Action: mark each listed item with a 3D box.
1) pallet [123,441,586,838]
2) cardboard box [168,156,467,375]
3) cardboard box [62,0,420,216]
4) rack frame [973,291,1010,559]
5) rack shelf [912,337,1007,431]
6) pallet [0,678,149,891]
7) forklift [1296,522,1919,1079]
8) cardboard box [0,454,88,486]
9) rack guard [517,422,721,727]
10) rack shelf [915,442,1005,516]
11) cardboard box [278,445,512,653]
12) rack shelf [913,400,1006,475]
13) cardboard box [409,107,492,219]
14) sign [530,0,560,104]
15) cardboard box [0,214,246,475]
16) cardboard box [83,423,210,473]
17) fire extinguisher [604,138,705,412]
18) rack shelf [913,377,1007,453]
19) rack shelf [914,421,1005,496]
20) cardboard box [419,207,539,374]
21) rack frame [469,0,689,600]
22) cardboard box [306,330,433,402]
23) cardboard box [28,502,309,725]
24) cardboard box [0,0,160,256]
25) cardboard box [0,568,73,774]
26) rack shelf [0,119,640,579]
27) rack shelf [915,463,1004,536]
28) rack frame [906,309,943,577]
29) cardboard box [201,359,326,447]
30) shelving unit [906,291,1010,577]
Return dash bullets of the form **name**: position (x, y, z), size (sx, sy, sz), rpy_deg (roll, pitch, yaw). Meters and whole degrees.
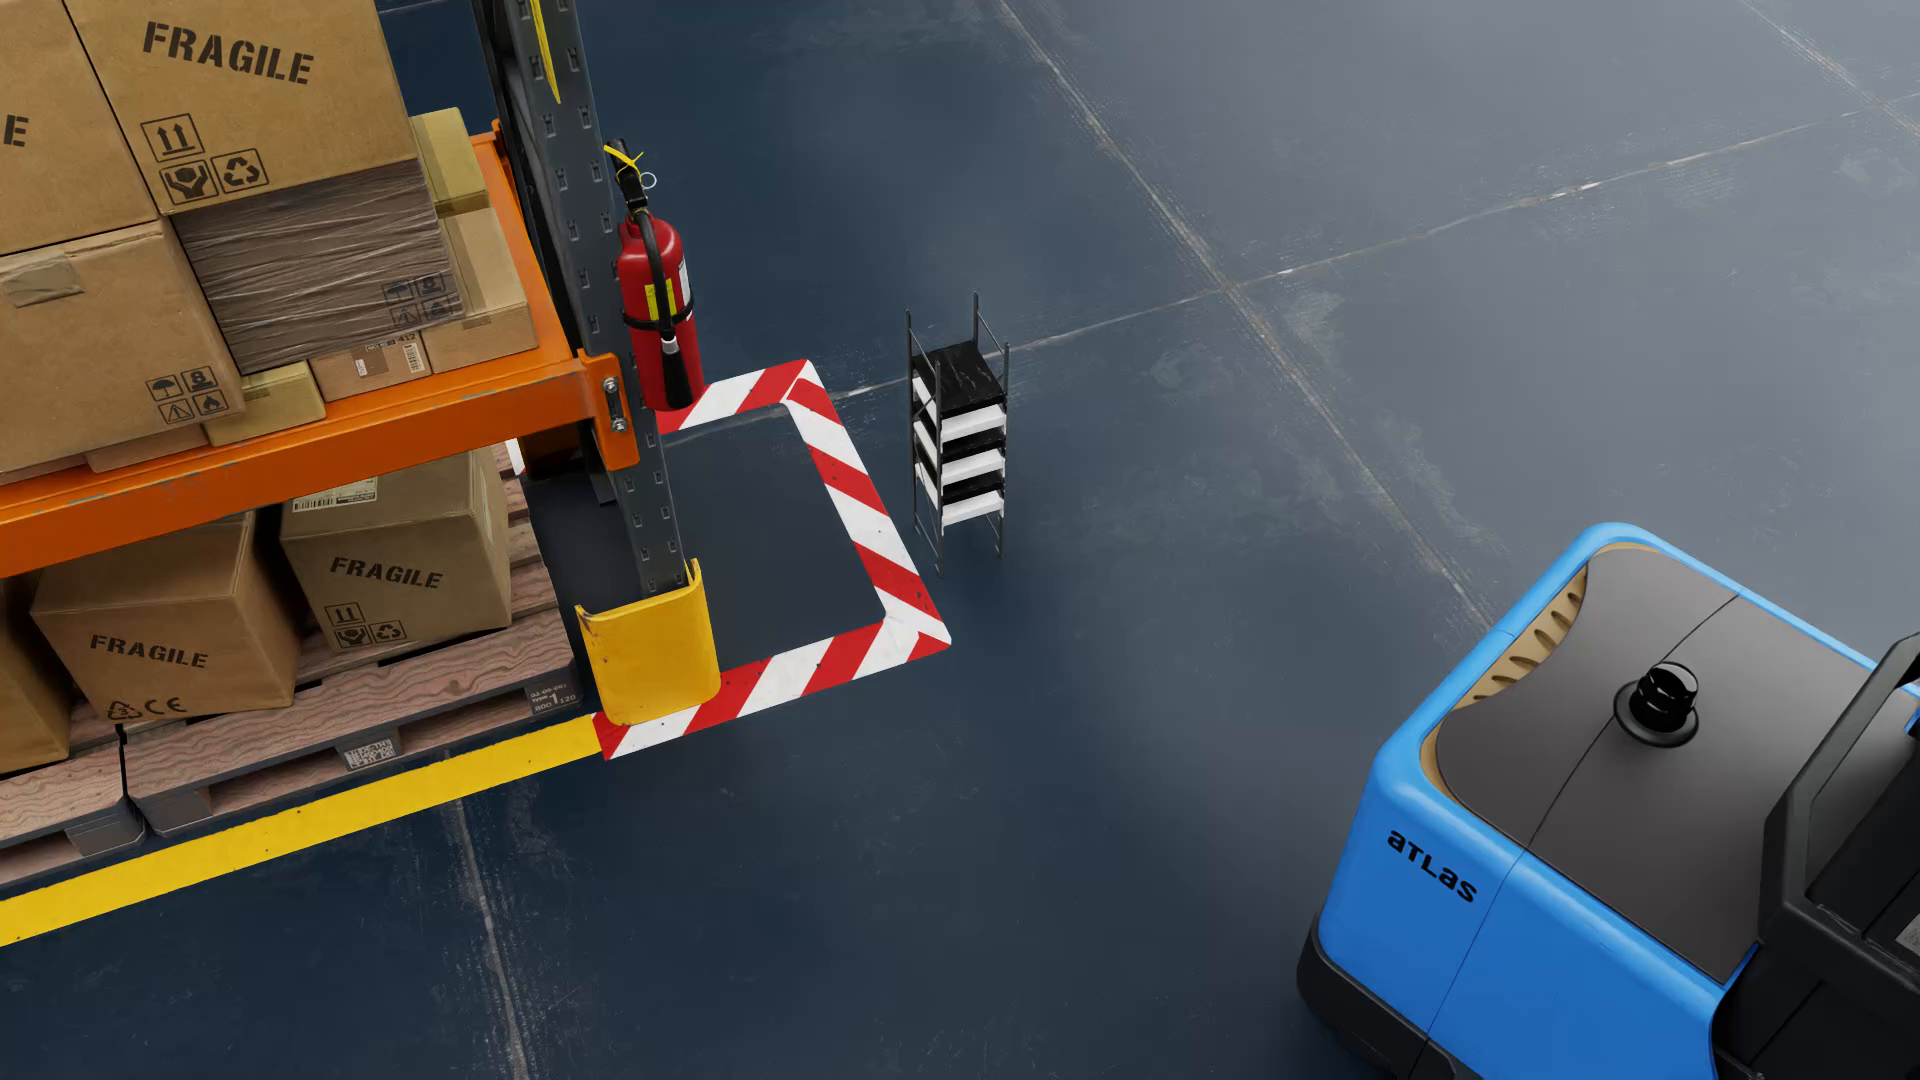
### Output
- **pallet**: position (-1.827, 0.232, 4.911), size (1.213, 0.211, 1.003), rpy_deg (-17, 52, -14)
- **cardboard box**: position (-1.511, -0.897, 3.781), size (0.500, 0.500, 0.875), rpy_deg (-17, 52, -14)
- **cardboard box**: position (-1.407, -1.030, 3.236), size (0.500, 0.500, 0.500), rpy_deg (-17, 52, -14)
- **rack frame**: position (0.087, -0.320, 4.932), size (0.006, 0.900, 0.240), rpy_deg (-17, 52, -14)
- **rack shelf**: position (-0.008, -0.445, 4.727), size (0.200, 0.077, 0.258), rpy_deg (-17, 52, -14)
- **pallet**: position (-2.955, 0.579, 4.613), size (1.213, 0.211, 1.003), rpy_deg (-17, 52, -14)
- **forklift**: position (2.263, 0.713, 2.705), size (3.031, 2.935, 1.130), rpy_deg (36, 58, 27)
- **cardboard box**: position (-2.105, -0.315, 3.709), size (0.250, 0.149, 0.380), rpy_deg (-17, 52, -14)
- **rack guard**: position (-1.062, -0.070, 4.980), size (0.348, 0.500, 1.175), rpy_deg (-17, 52, -14)
- **rack shelf**: position (-0.008, -0.211, 5.000), size (0.200, 0.077, 0.258), rpy_deg (-17, 52, -14)
- **cardboard box**: position (-1.576, -0.061, 4.696), size (0.500, 0.500, 0.500), rpy_deg (-9, 50, -7)
- **rack shelf**: position (-0.008, -0.328, 4.864), size (0.200, 0.077, 0.258), rpy_deg (-17, 52, -14)
- **cardboard box**: position (-1.346, -0.910, 4.220), size (0.250, 0.149, 0.380), rpy_deg (-17, 52, -14)
- **sign**: position (-0.800, -0.991, 3.152), size (0.005, 0.325, 0.100), rpy_deg (-17, 52, -14)
- **cardboard box**: position (-1.929, -0.669, 3.586), size (0.500, 0.500, 0.875), rpy_deg (-17, 52, -14)
- **cardboard box**: position (-1.858, -0.357, 3.745), size (0.250, 0.149, 0.380), rpy_deg (-17, 52, -14)
- **fire extinguisher**: position (-0.711, -0.590, 3.830), size (0.183, 0.674, 0.296), rpy_deg (-17, 52, -14)
- **rack shelf**: position (-0.008, -0.386, 4.795), size (0.200, 0.077, 0.258), rpy_deg (-17, 52, -14)
- **rack shelf**: position (-0.008, -0.269, 4.932), size (0.200, 0.077, 0.258), rpy_deg (-17, 52, -14)
- **cardboard box**: position (-1.177, -0.597, 3.951), size (0.250, 0.149, 0.380), rpy_deg (-17, 52, -14)
- **rack frame**: position (-0.992, -0.906, 4.051), size (0.127, 3.000, 1.000), rpy_deg (-17, 52, -14)
- **cardboard box**: position (-1.409, -0.526, 3.890), size (0.250, 0.149, 0.380), rpy_deg (-17, 52, -14)
- **cardboard box**: position (-2.116, 0.134, 4.528), size (0.500, 0.500, 0.500), rpy_deg (-5, 50, -5)
- **cardboard box**: position (-1.868, -0.883, 3.110), size (0.500, 0.500, 0.500), rpy_deg (-17, 52, -14)
- **cardboard box**: position (-2.703, 0.301, 4.385), size (0.500, 0.500, 0.500), rpy_deg (-13, 51, -11)
- **rack shelf**: position (-2.843, -0.098, 3.831), size (4.000, 0.370, 1.077), rpy_deg (-17, 52, -14)
- **rack shelf**: position (-0.008, -0.152, 5.068), size (0.200, 0.077, 0.258), rpy_deg (-17, 52, -14)
- **rack frame**: position (-0.102, -0.262, 4.882), size (0.006, 0.900, 0.240), rpy_deg (-17, 52, -14)
- **cardboard box**: position (-1.621, -0.418, 3.798), size (0.250, 0.149, 0.380), rpy_deg (-17, 52, -14)
- **shelving unit**: position (-0.008, -0.291, 4.907), size (0.210, 0.900, 0.258), rpy_deg (-17, 52, -14)
